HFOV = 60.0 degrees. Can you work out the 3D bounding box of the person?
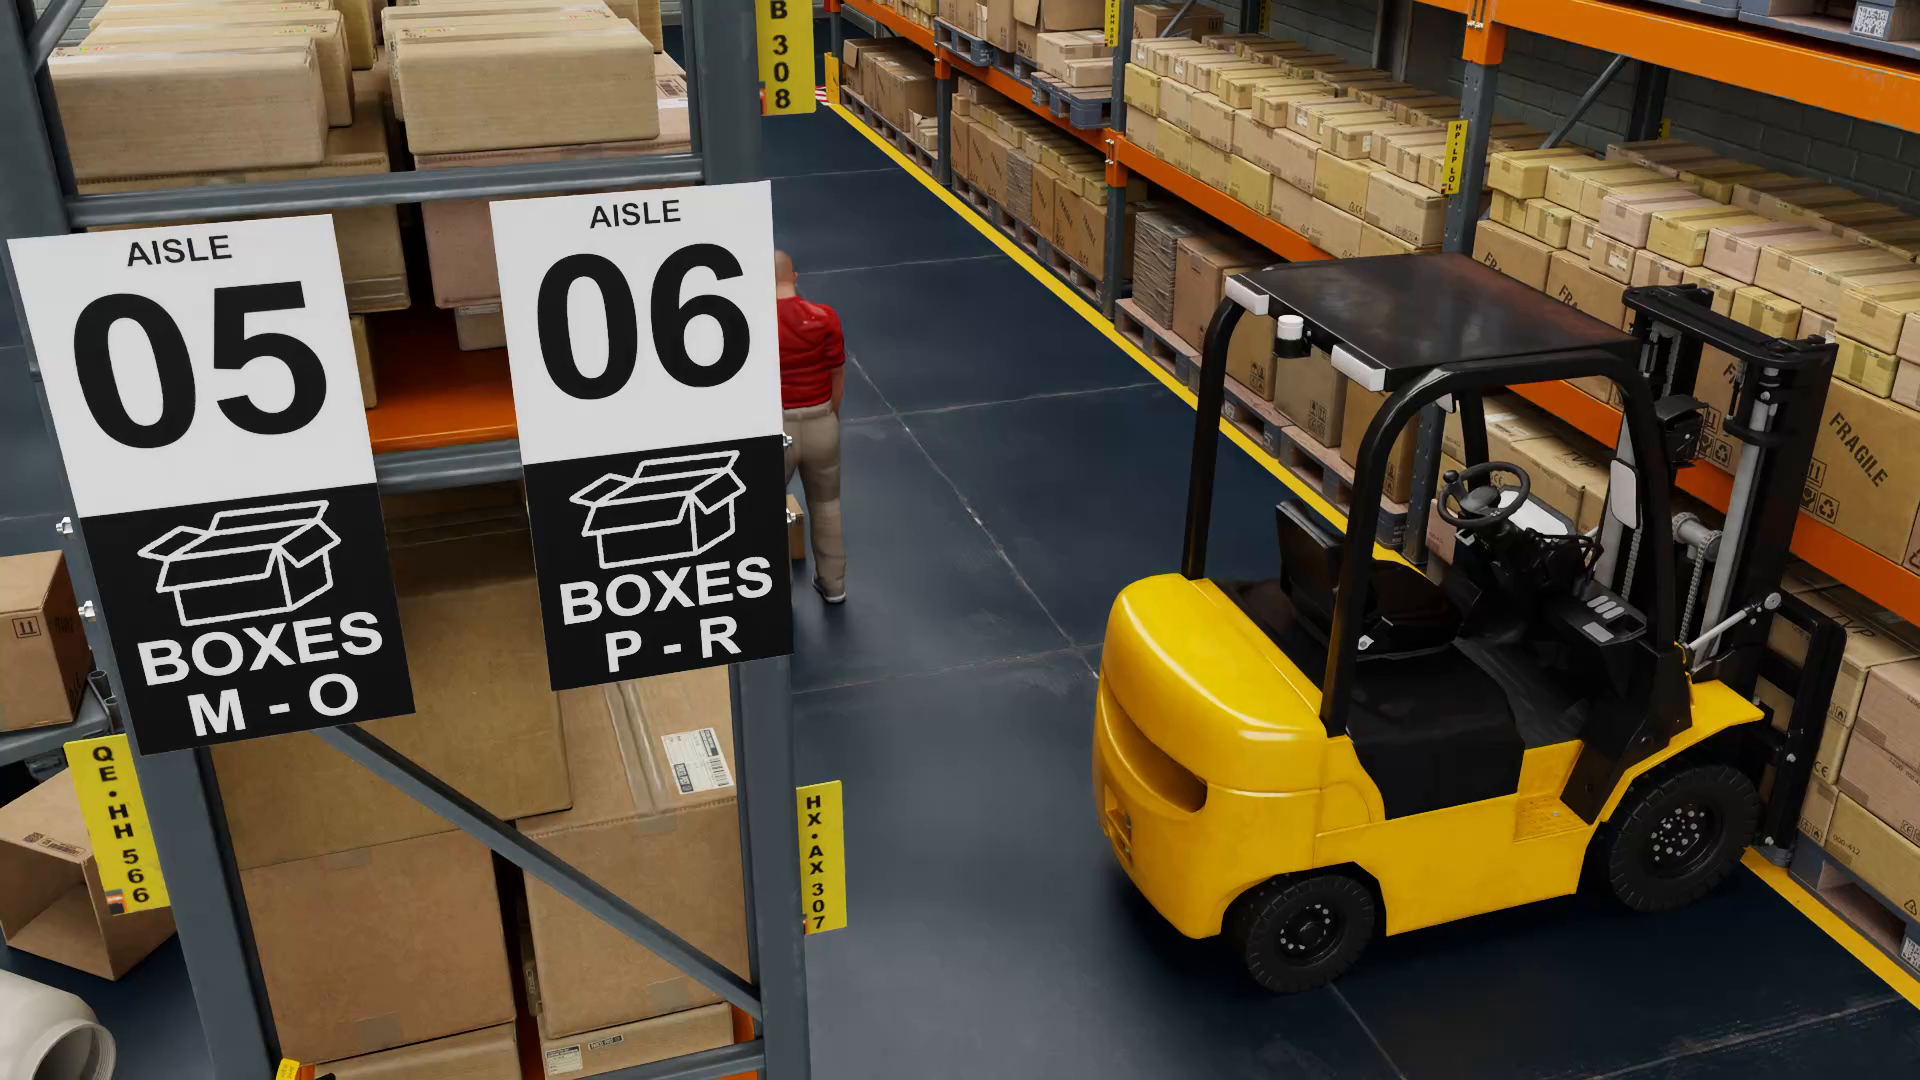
[{"bbox_3d":[-0.792,-0.482,7.660,0.547,1.700,0.383,-8,27,-16],"label":"person"}]
